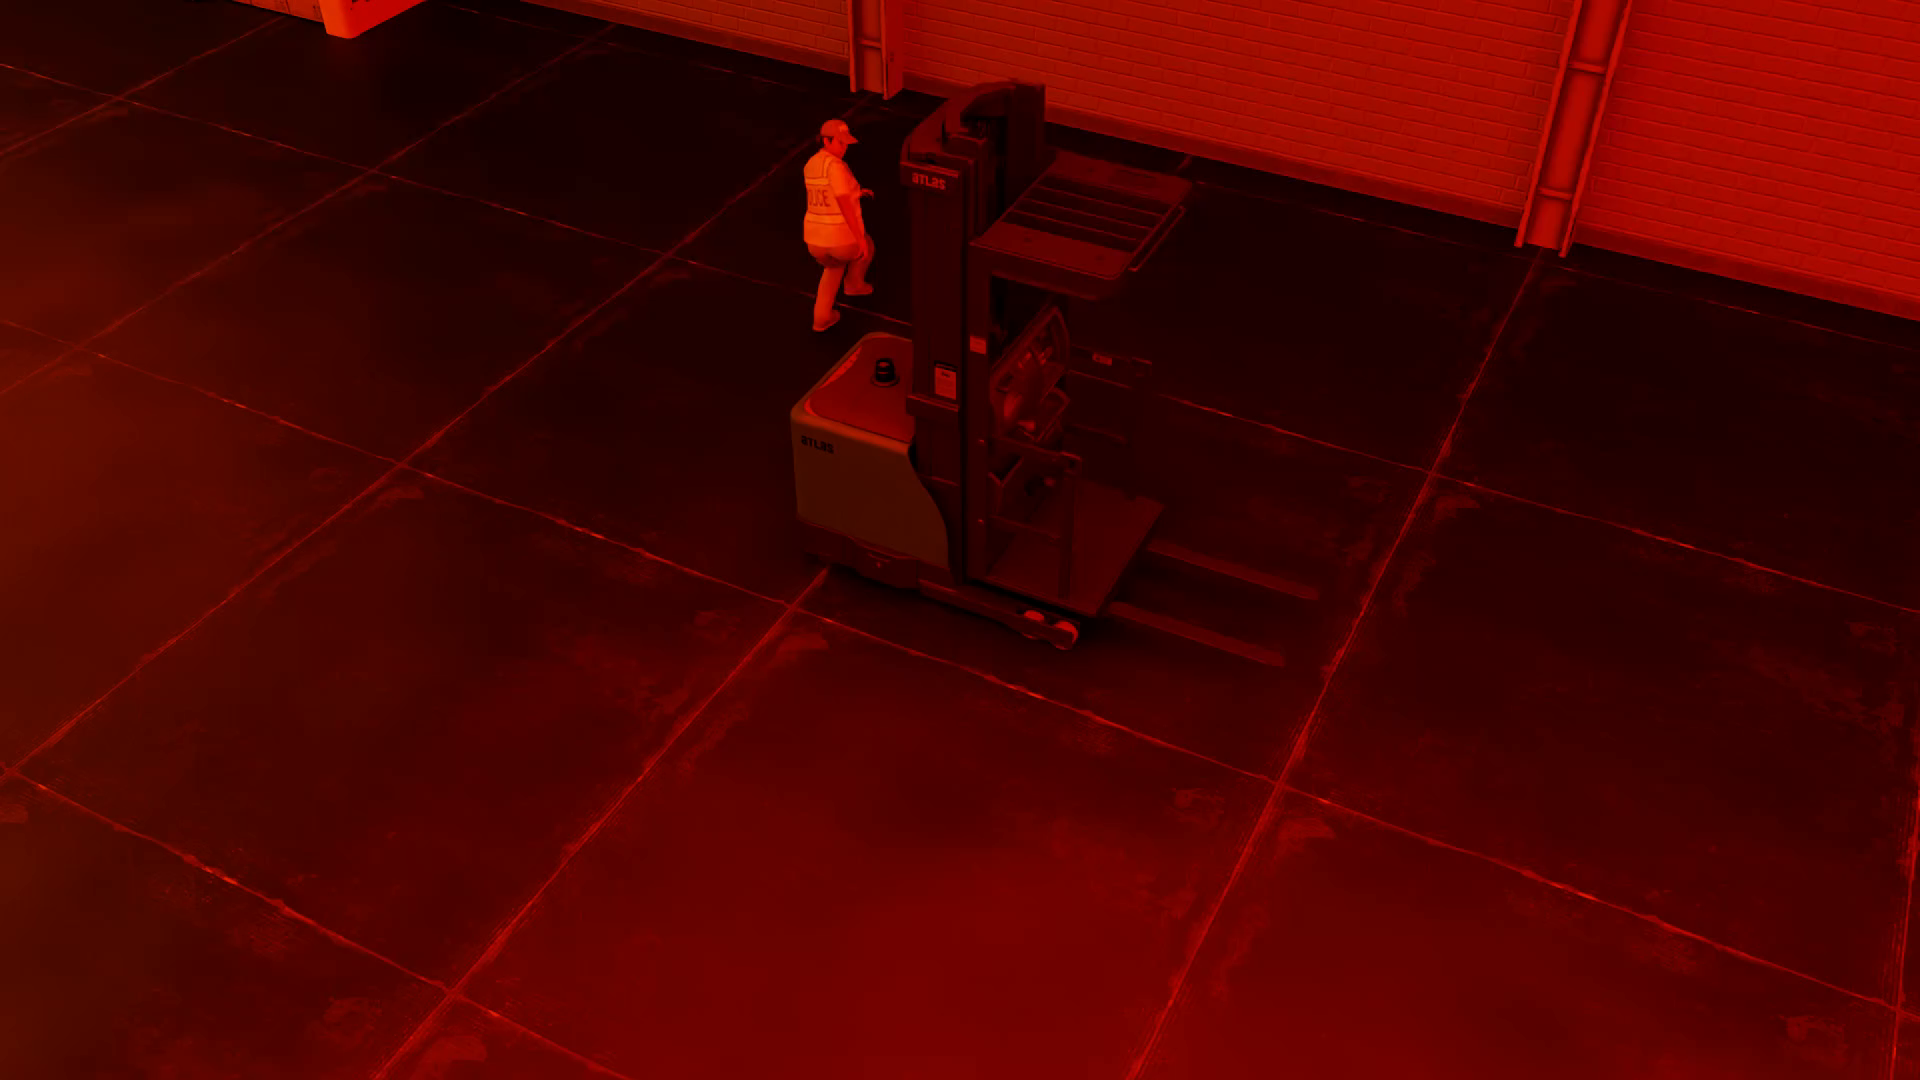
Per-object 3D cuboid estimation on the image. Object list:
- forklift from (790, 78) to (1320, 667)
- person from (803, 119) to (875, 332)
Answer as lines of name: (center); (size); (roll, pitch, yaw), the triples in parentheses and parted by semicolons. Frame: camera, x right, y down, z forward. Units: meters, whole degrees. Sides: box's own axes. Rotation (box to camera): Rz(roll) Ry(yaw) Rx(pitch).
forklift: (0.564, -0.887, 9.040); (3.031, 2.935, 1.130); (18, 43, 20)
person: (-0.766, -2.223, 11.750); (0.706, 1.514, 0.755); (23, 45, 25)
